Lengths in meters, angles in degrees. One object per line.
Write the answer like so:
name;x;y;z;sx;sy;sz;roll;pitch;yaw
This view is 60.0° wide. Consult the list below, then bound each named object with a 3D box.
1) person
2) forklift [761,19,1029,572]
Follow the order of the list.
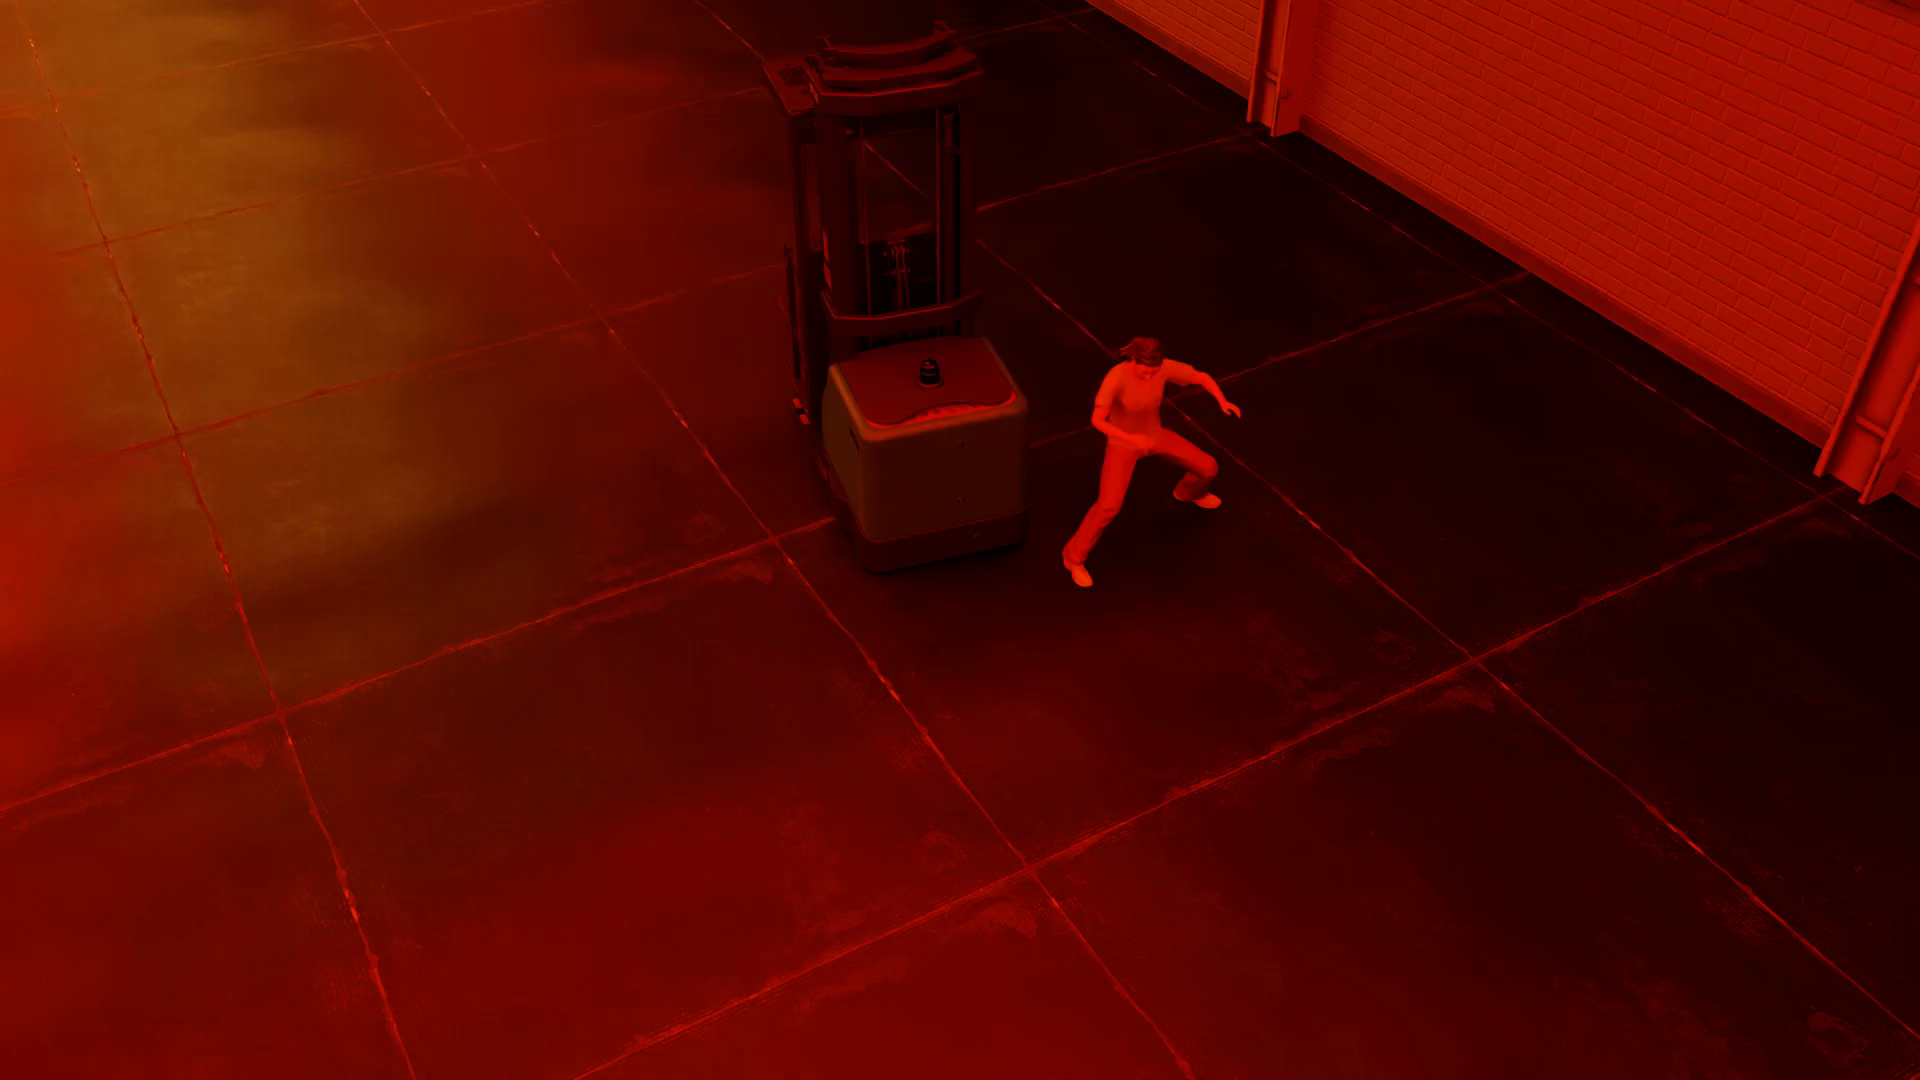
person;1.144;-0.555;9.867;1.163;1.443;0.632;-13;41;-15
forklift;-0.530;-1.882;10.306;1.130;2.935;3.031;-12;41;-14
